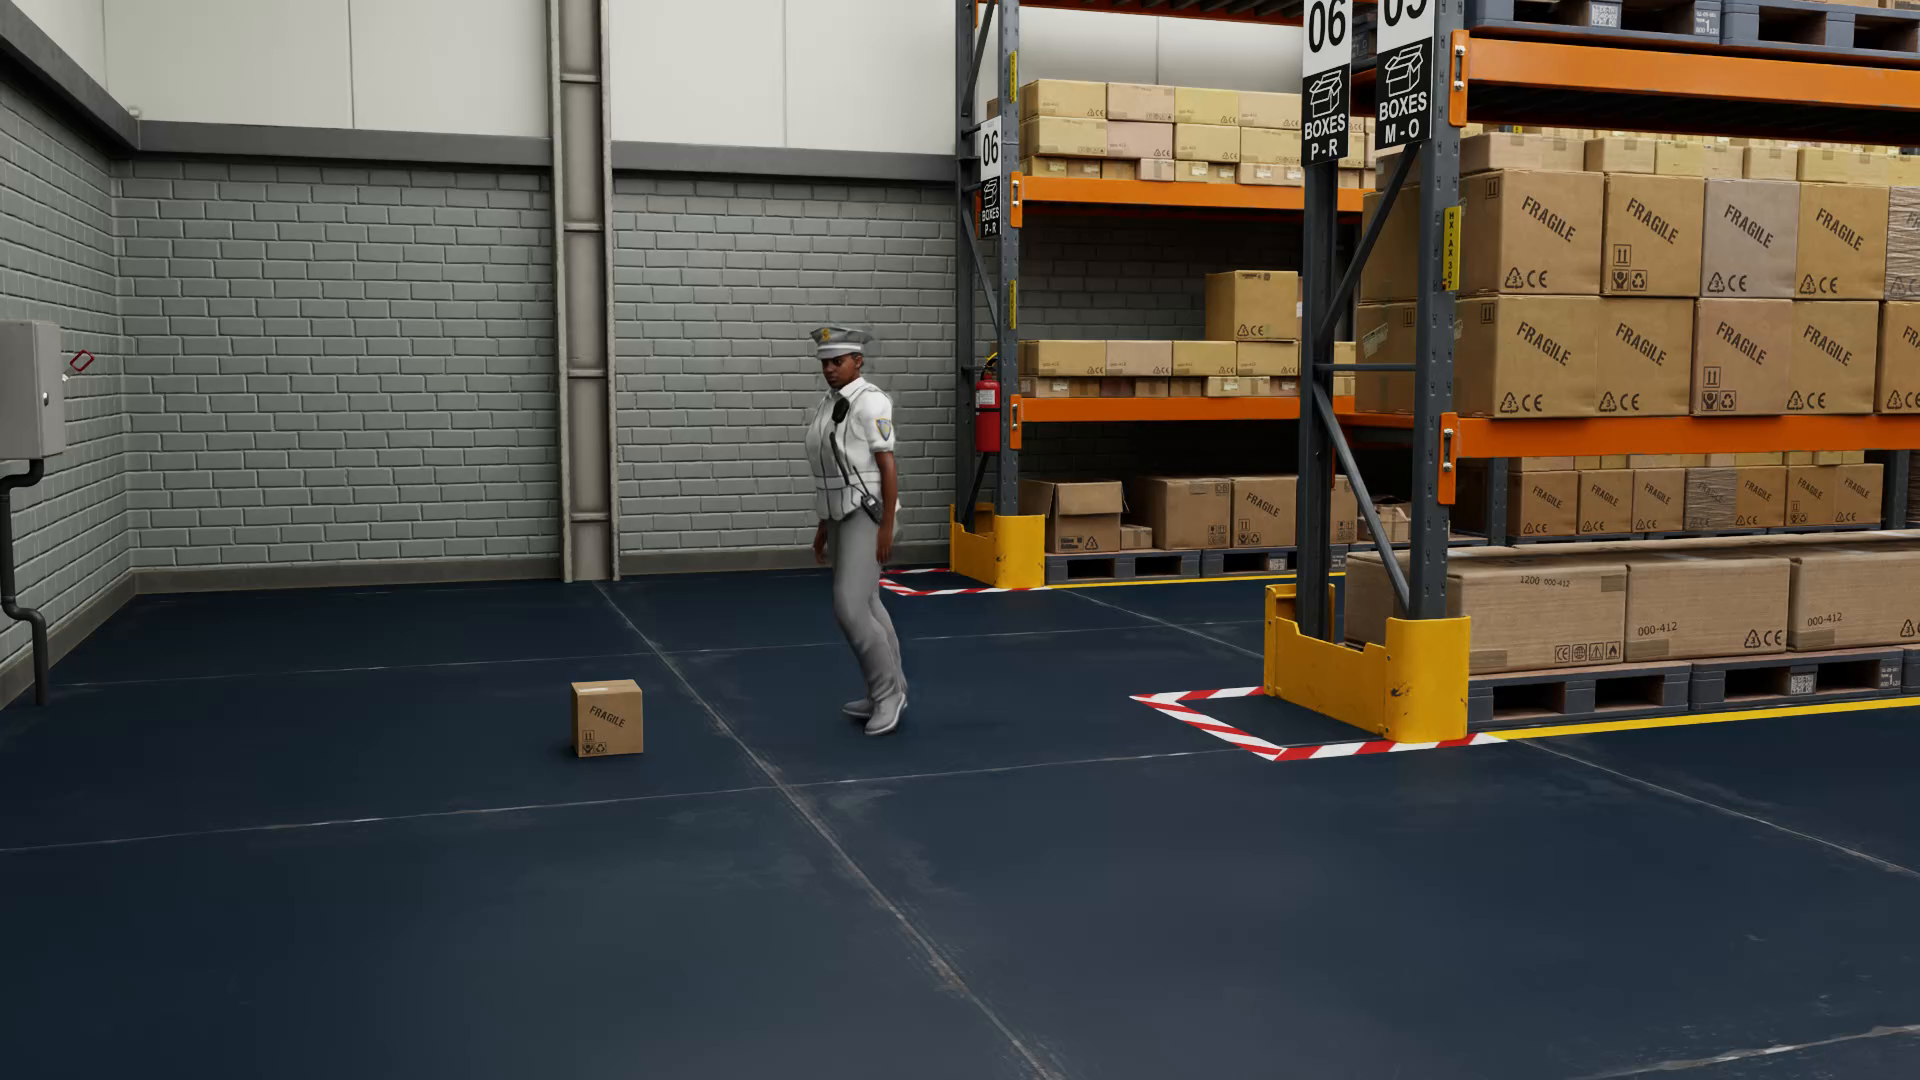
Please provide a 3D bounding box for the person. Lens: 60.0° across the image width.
[{"bbox_3d":[-0.404,-0.051,6.994,0.439,1.680,0.521,-4,7,-32],"label":"person"}]
